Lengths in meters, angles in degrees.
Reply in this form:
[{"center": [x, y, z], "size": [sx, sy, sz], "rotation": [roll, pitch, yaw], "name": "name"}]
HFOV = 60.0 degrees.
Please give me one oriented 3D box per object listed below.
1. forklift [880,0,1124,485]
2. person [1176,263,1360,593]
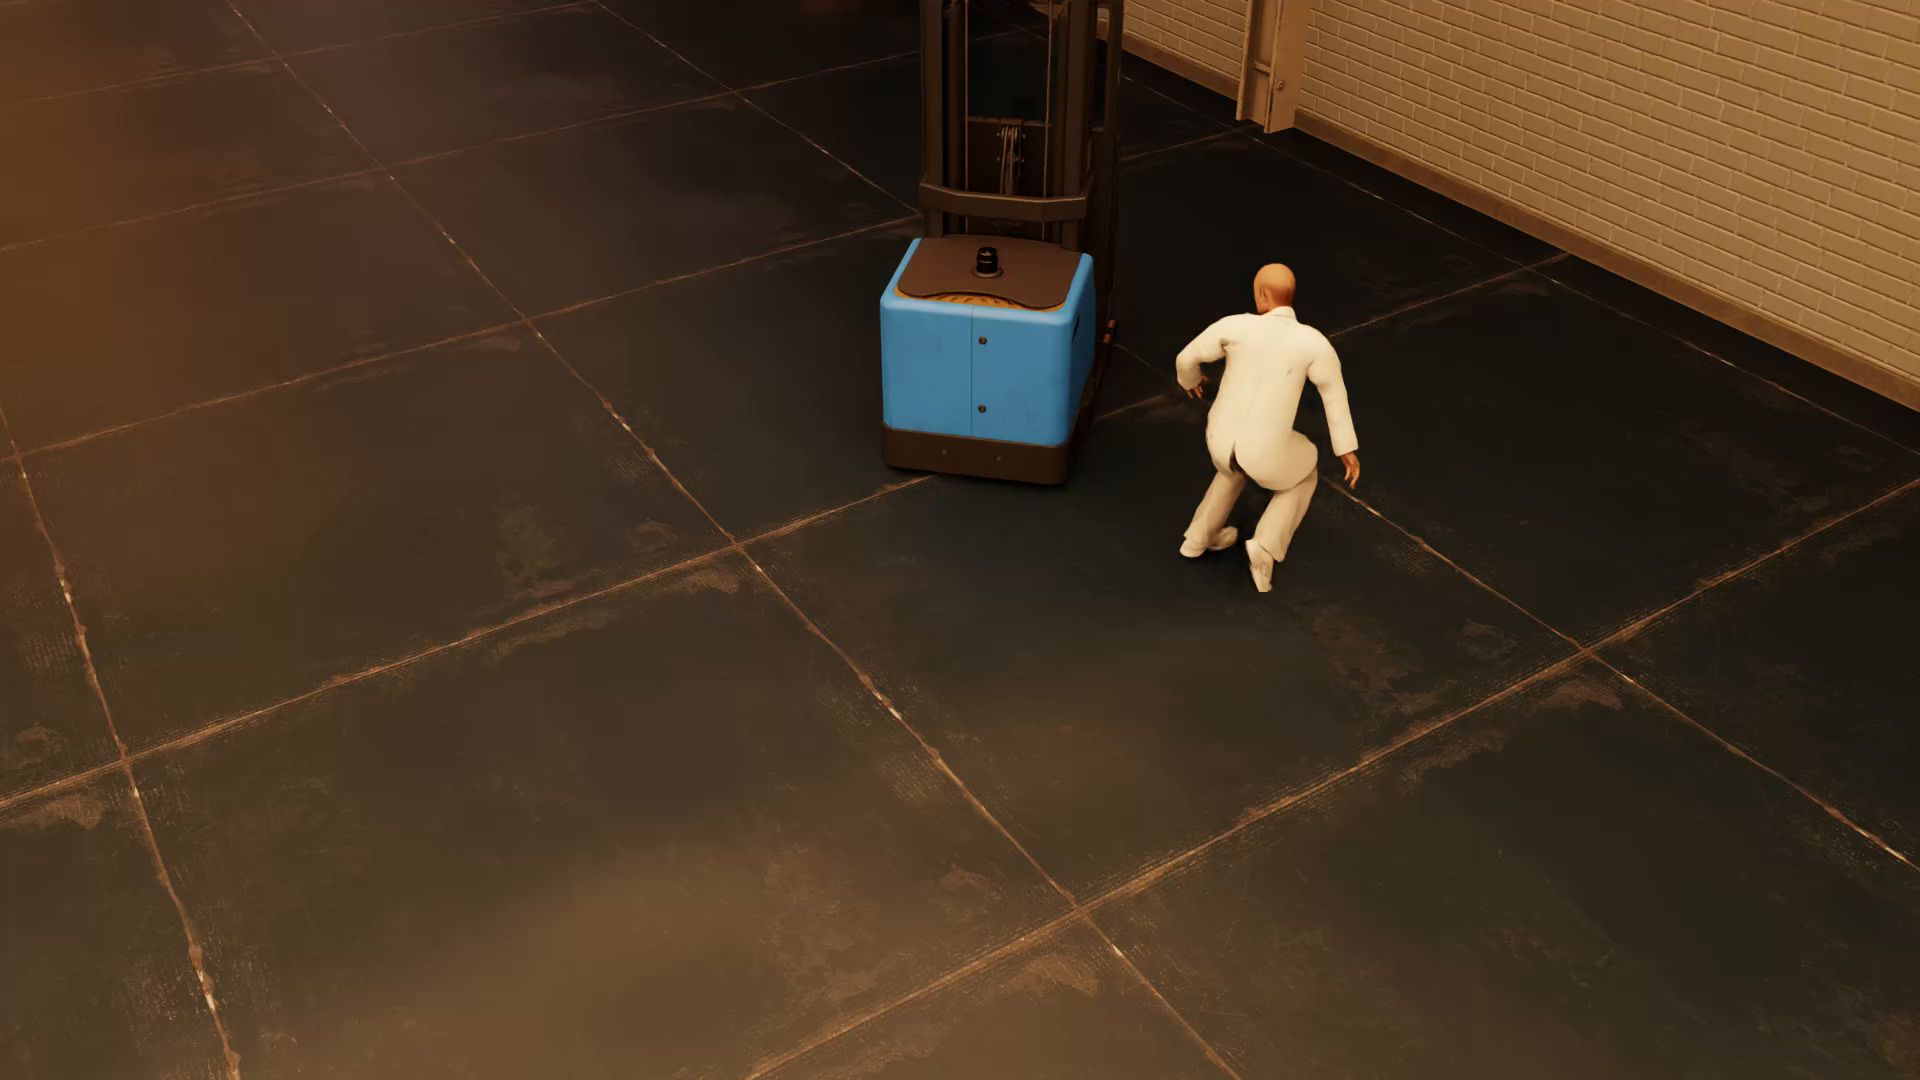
[{"center": [0.379, -2.341, 9.480], "size": [1.130, 2.935, 3.031], "rotation": [7, 36, 10], "name": "forklift"}, {"center": [1.478, -0.510, 8.098], "size": [1.027, 1.636, 0.538], "rotation": [19, 39, 25], "name": "person"}]
